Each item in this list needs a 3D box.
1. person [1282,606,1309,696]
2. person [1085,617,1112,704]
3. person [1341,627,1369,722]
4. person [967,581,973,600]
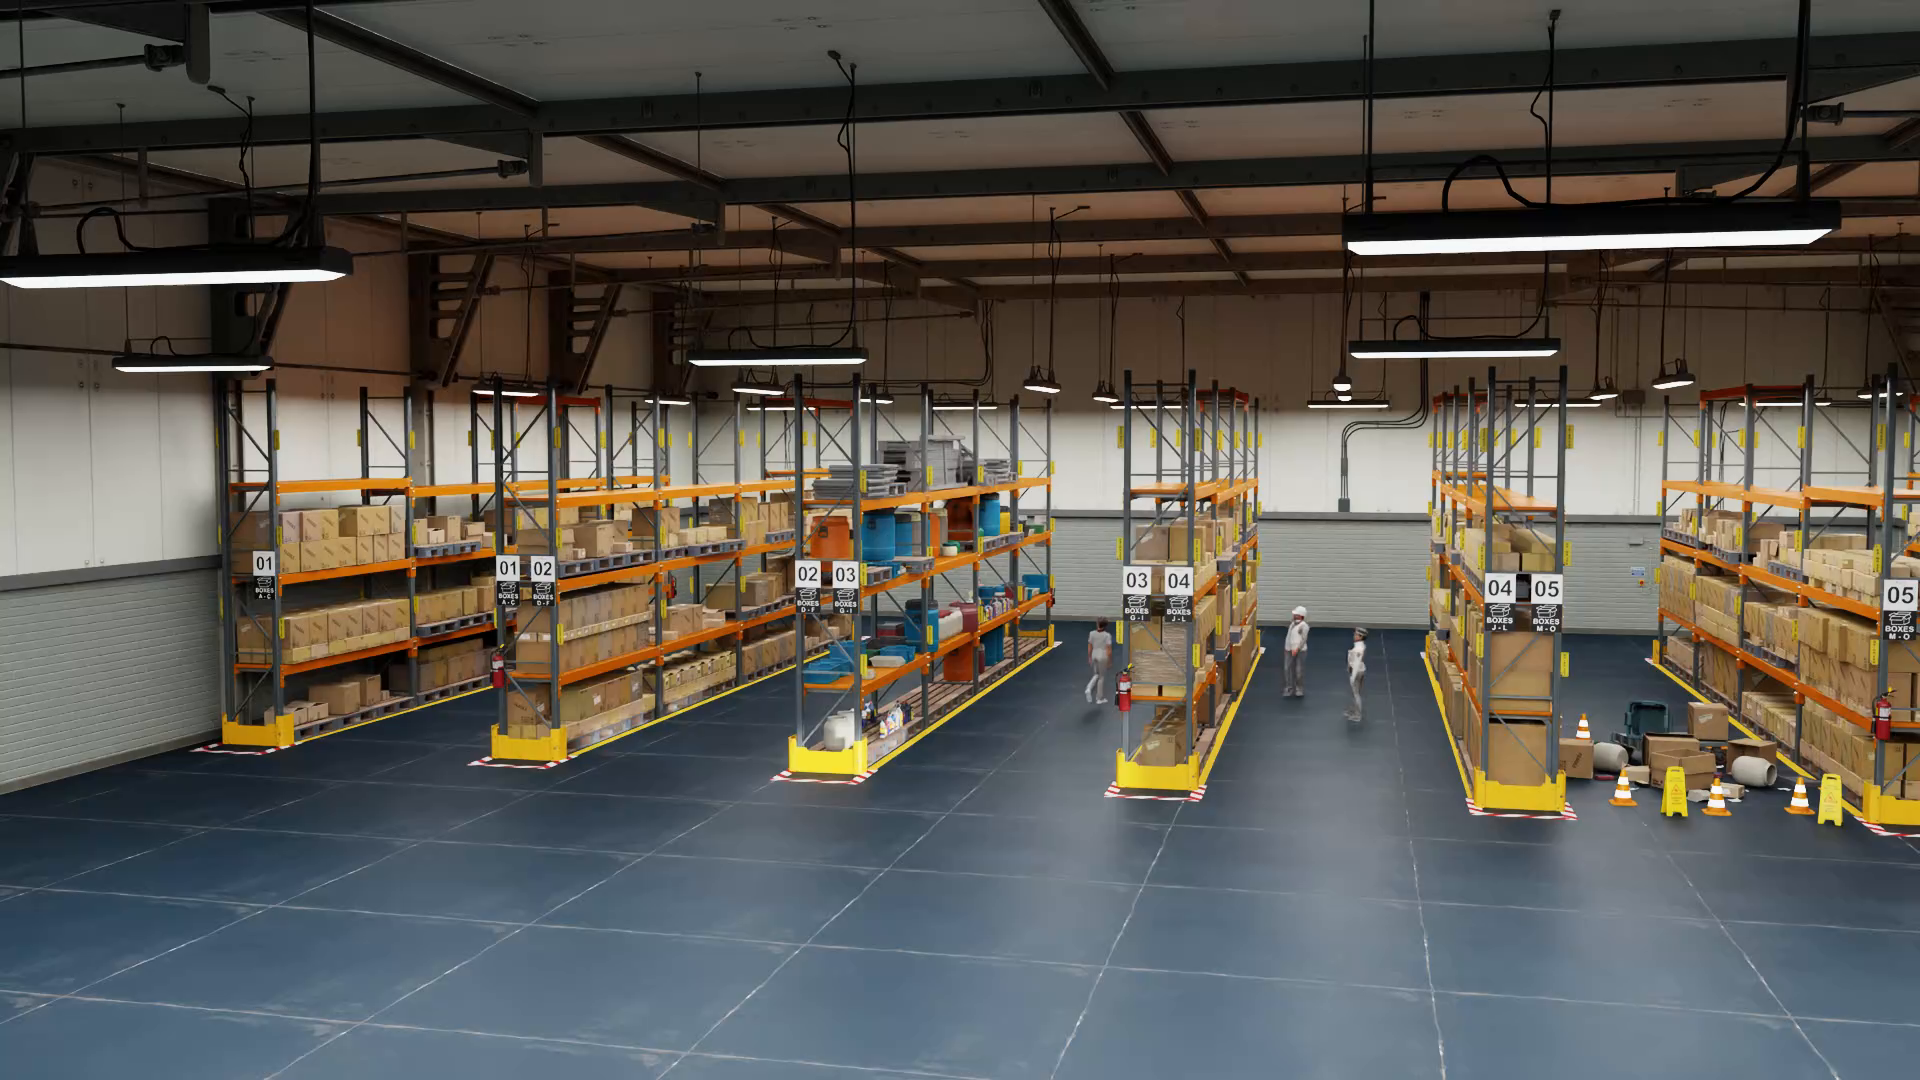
[{"bbox_3d":[6.528,2.207,32.504,0.597,1.834,0.604,3,5,42],"label":"person"},{"bbox_3d":[2.623,2.268,31.334,0.523,1.650,0.443,-3,5,-41],"label":"person"},{"bbox_3d":[7.039,2.381,29.784,0.590,1.684,0.559,2,4,34],"label":"person"},{"bbox_3d":[0.298,1.784,39.854,0.692,1.667,0.320,2,4,36],"label":"person"}]
